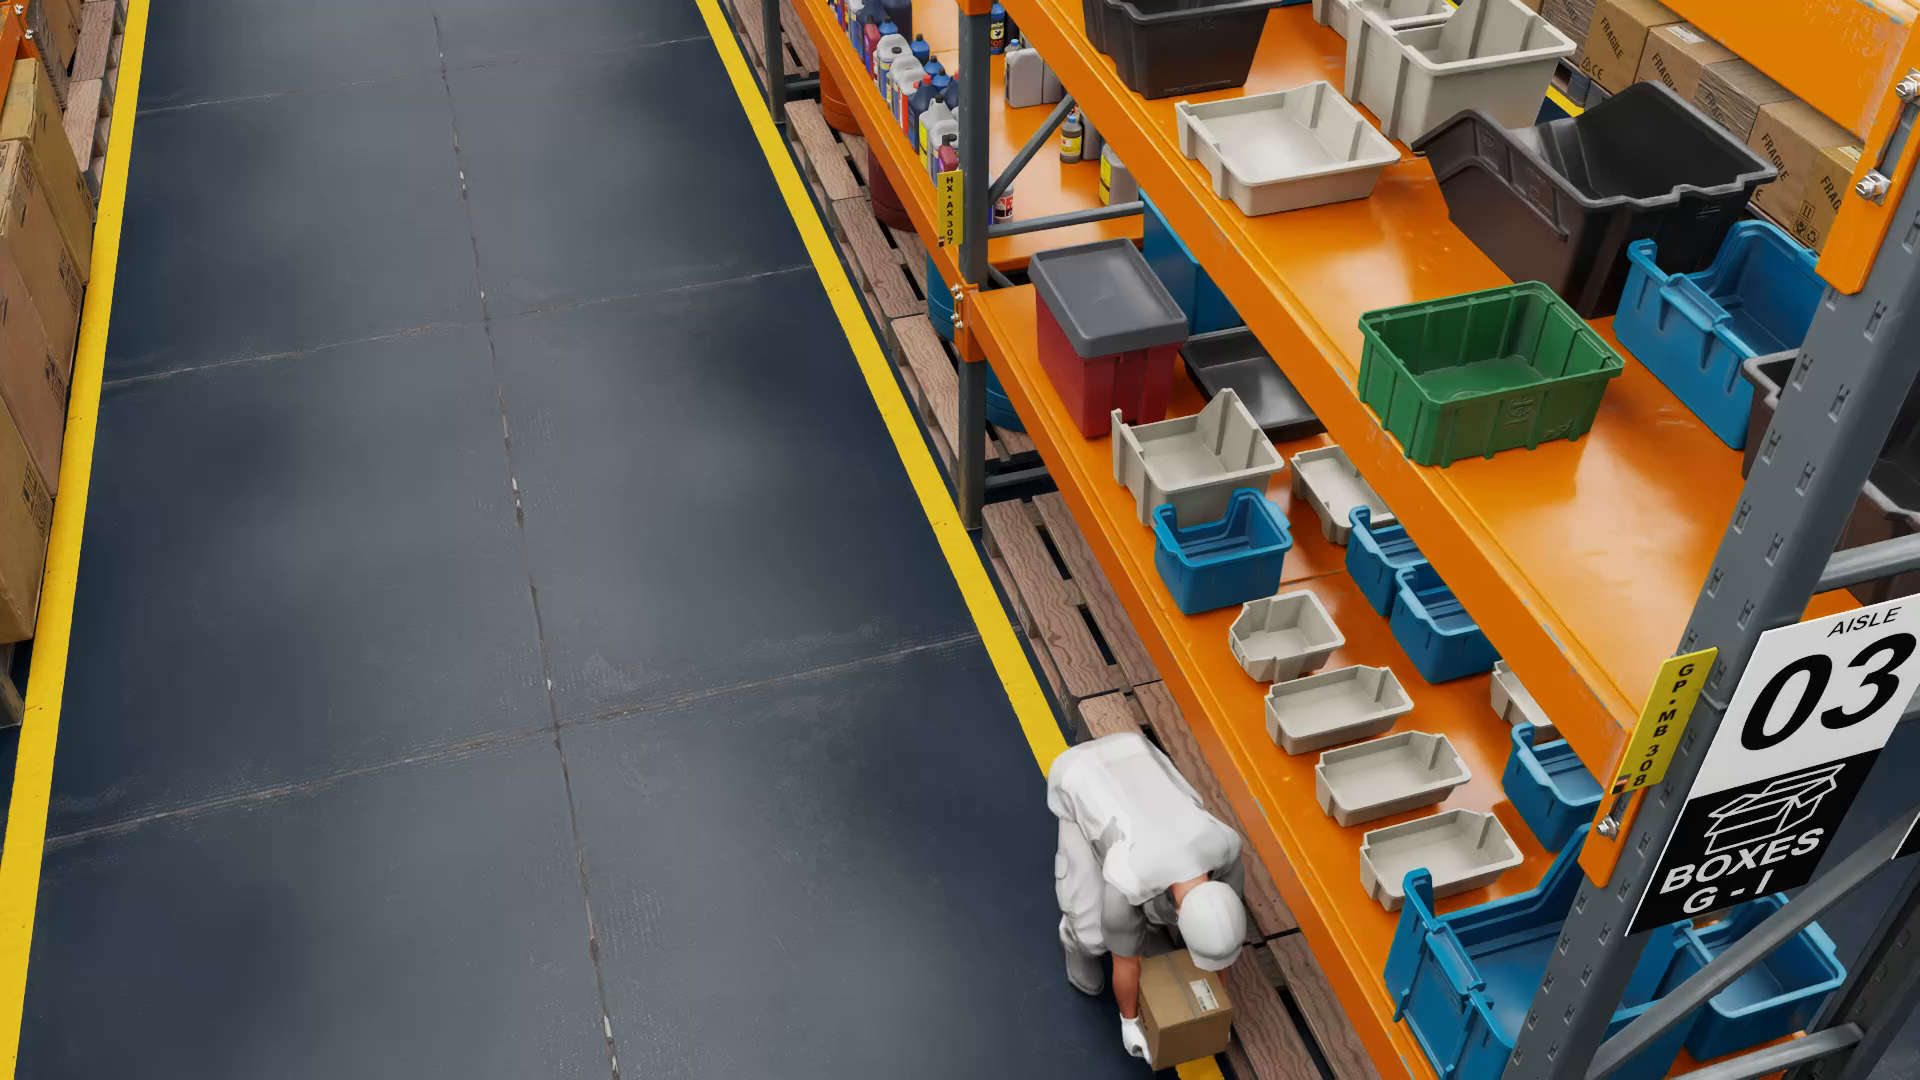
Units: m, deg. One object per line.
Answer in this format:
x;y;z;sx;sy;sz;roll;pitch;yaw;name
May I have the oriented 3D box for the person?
0.607;1.185;5.407;0.535;1.004;0.957;-14;44;-15;person
